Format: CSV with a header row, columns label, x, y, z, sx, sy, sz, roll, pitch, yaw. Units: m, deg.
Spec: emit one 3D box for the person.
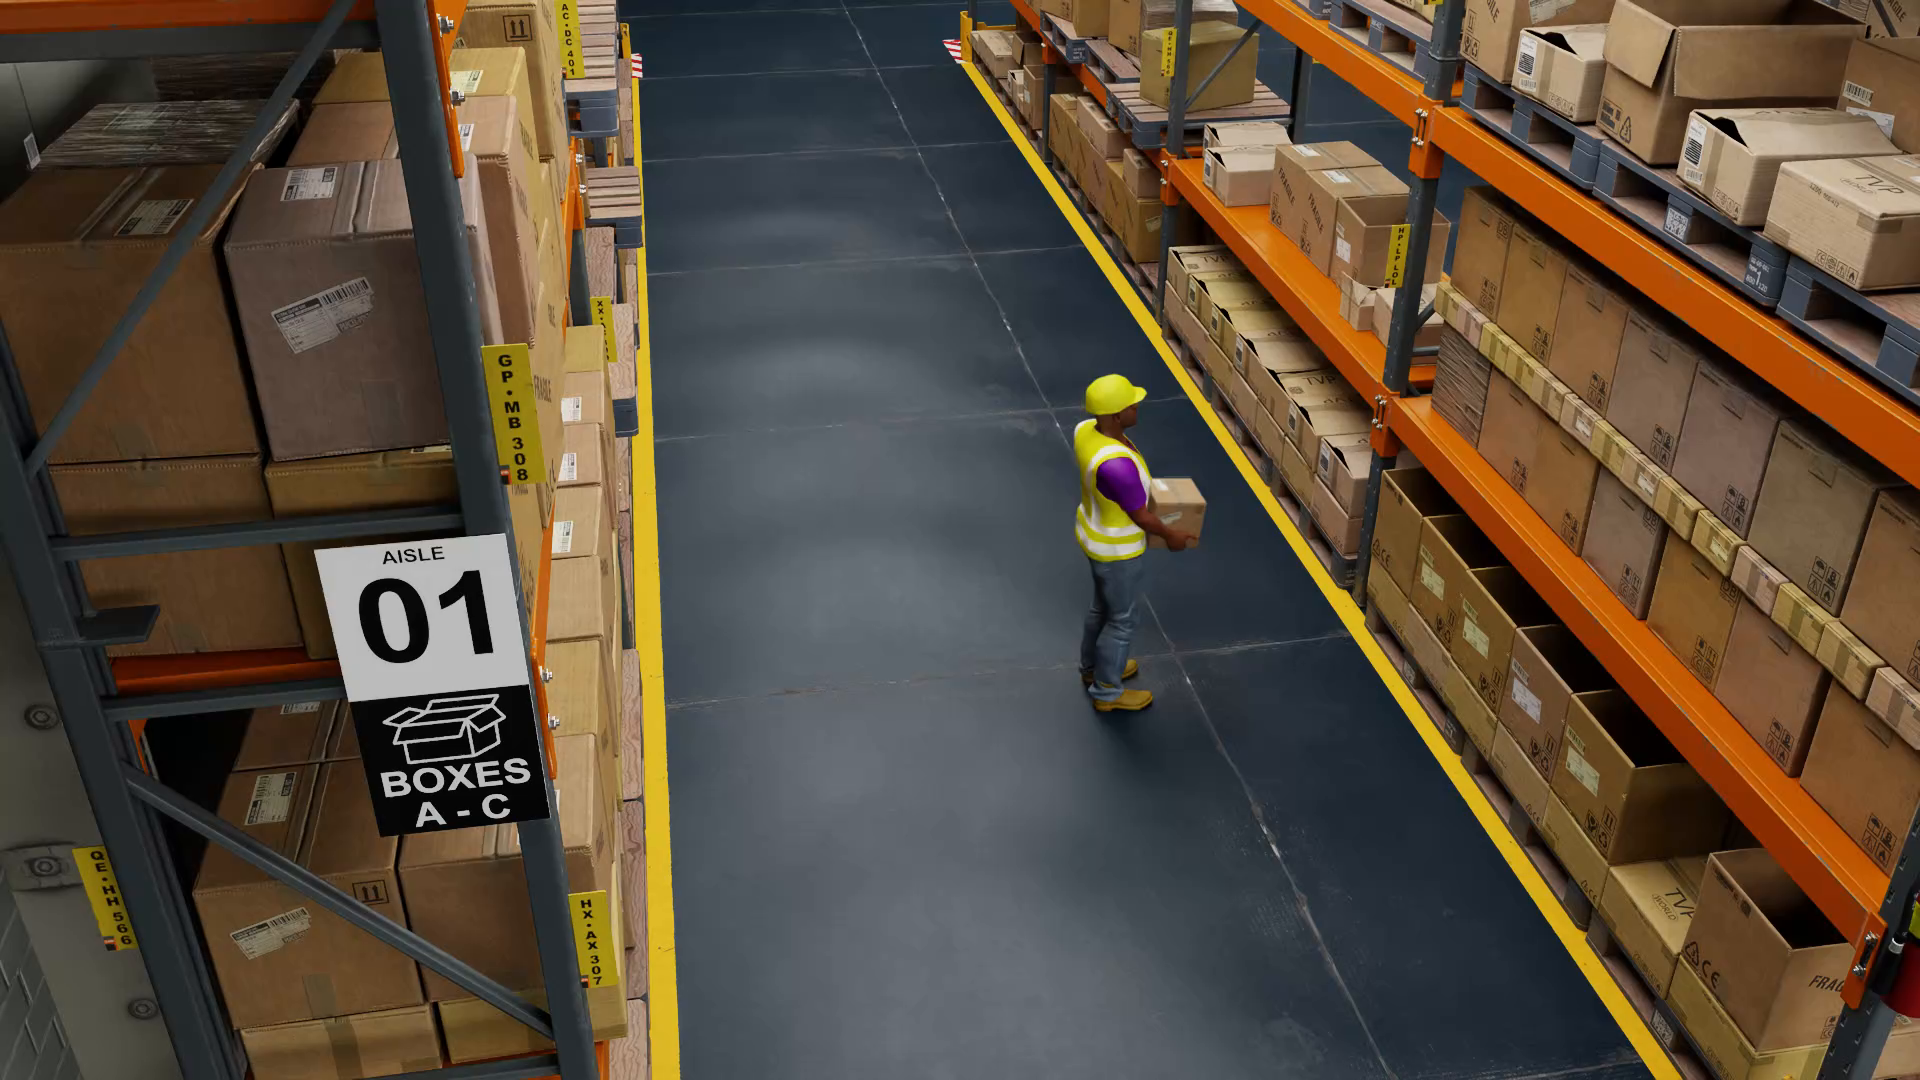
label,x,y,z,sx,sy,sz,roll,pitch,yaw
person,0.841,-0.001,8.115,0.573,1.767,0.521,-5,31,-9
